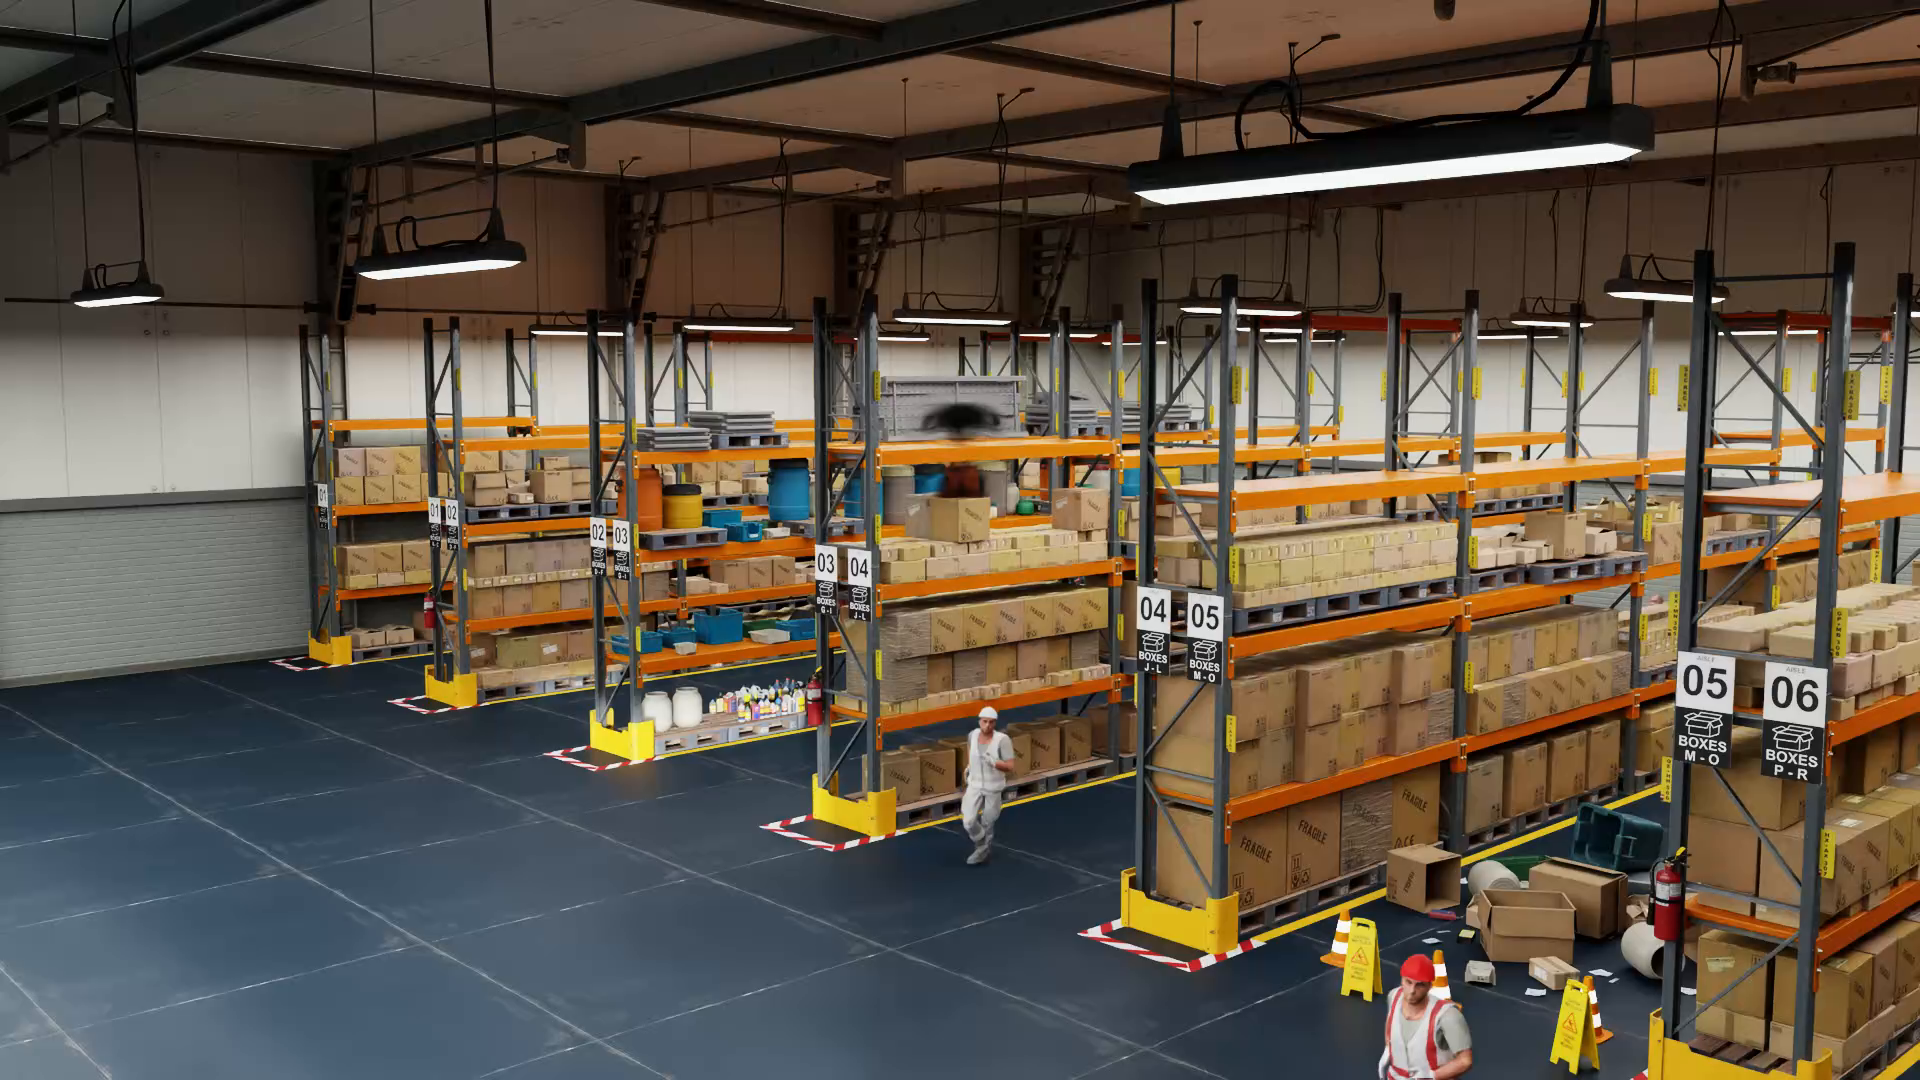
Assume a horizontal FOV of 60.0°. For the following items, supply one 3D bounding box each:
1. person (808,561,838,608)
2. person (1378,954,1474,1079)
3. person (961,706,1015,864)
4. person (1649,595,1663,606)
[{"bbox_3d":[-2.817,0.884,34.268,0.581,1.700,0.785,4,7,37],"label":"person"},{"bbox_3d":[2.806,3.282,9.941,0.613,1.764,0.863,4,7,33],"label":"person"},{"bbox_3d":[0.301,2.563,17.194,0.571,1.731,0.857,1,6,11],"label":"person"},{"bbox_3d":[10.606,1.707,25.555,0.650,1.732,0.680,-5,8,-43],"label":"person"}]
